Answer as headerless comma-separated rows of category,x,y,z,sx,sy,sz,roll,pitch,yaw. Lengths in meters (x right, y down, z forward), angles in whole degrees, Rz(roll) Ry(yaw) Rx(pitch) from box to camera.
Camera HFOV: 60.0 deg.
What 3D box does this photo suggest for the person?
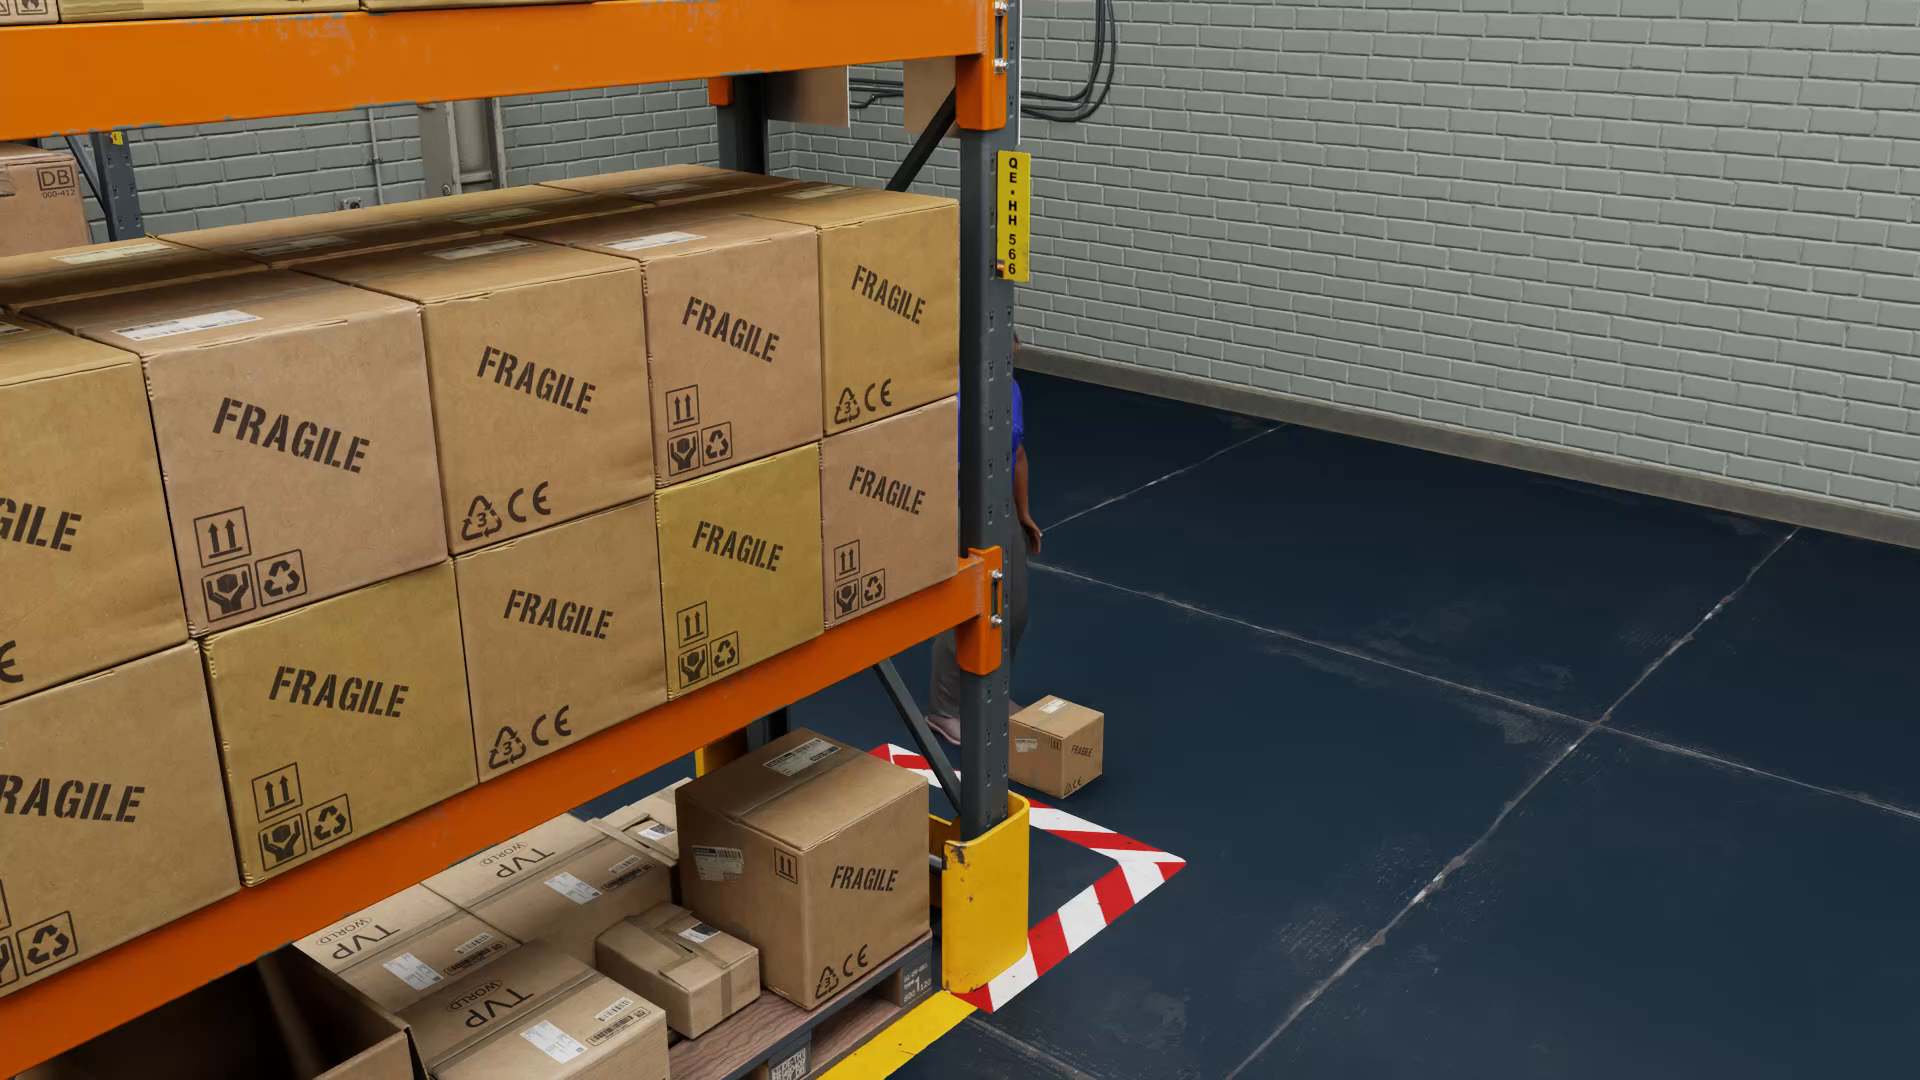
person,0.082,-0.045,6.256,0.446,1.637,0.330,-18,27,-40
